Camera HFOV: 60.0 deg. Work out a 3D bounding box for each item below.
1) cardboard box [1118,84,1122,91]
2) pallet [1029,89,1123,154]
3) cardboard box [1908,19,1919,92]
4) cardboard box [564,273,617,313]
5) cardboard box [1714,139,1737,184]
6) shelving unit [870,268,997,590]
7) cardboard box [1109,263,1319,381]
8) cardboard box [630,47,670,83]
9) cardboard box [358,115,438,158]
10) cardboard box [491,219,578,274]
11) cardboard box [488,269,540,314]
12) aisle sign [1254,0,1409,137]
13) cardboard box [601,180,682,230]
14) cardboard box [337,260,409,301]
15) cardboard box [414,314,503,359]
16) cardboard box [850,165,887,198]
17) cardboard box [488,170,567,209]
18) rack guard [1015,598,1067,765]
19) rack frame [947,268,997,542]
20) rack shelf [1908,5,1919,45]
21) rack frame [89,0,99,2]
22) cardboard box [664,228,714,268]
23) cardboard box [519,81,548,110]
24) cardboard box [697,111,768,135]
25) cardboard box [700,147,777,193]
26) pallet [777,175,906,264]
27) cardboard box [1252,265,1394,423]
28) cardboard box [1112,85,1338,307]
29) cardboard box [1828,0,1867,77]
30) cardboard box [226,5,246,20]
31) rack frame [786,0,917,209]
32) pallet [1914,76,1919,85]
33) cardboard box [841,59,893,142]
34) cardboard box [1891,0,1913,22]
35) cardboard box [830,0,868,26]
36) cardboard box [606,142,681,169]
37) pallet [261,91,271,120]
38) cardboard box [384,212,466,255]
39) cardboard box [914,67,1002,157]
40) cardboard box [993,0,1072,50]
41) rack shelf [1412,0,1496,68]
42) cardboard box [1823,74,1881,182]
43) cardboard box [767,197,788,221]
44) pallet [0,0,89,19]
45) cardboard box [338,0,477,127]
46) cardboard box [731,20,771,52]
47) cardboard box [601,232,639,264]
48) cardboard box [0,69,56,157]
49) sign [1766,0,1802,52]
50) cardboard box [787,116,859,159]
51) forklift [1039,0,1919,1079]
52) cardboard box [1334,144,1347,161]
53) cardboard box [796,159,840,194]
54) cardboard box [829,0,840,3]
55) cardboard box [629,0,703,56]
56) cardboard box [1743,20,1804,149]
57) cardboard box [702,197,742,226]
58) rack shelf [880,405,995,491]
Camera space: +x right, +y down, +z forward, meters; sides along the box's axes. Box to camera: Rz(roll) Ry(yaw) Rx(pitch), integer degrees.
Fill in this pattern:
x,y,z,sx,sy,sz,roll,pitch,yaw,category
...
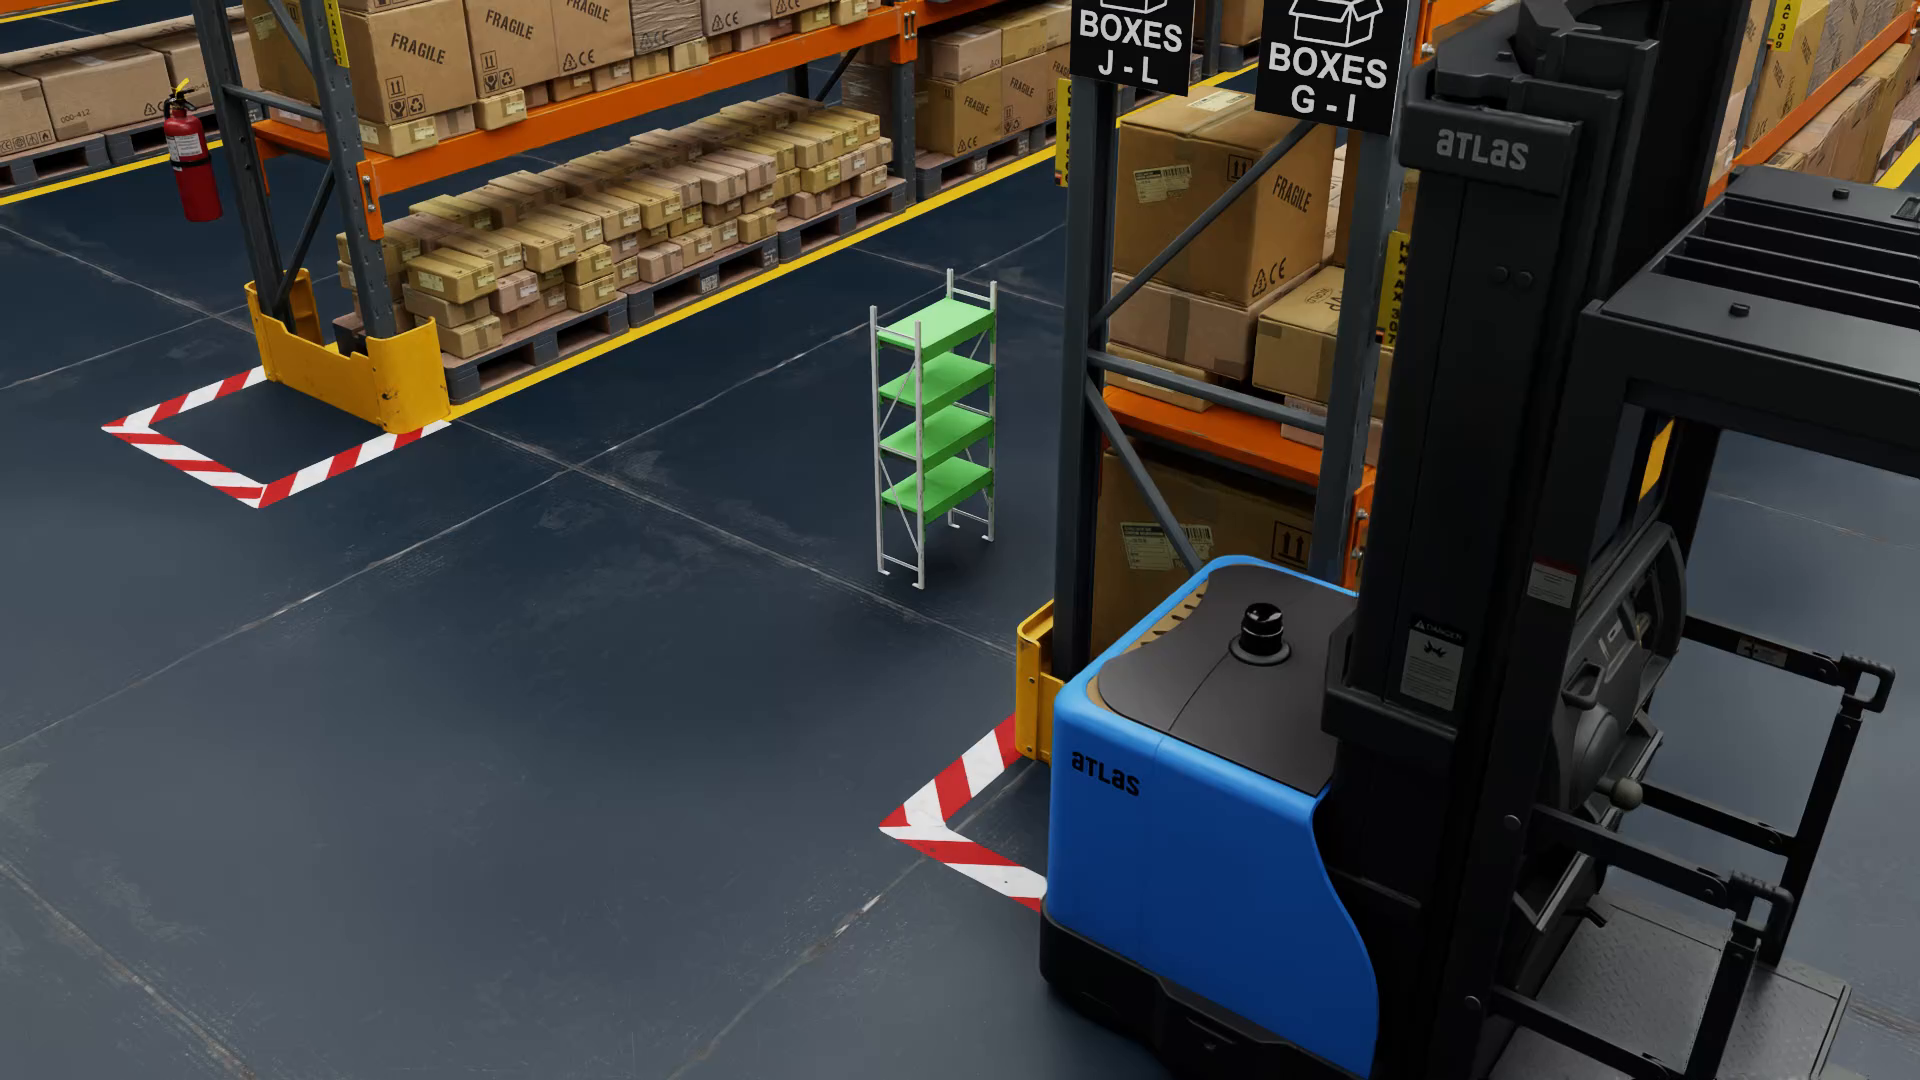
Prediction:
x,y,z,sx,sy,sz,roll,pitch,yaw,category
0.880,-3.589,12.403,0.500,0.500,0.500,19,36,29,cardboard box
0.482,-3.251,12.528,1.003,0.211,1.213,21,37,31,pallet
6.971,-3.775,12.698,0.700,0.500,0.500,18,35,27,cardboard box
-2.087,-1.383,9.026,0.380,0.149,0.250,22,37,32,cardboard box
3.247,-1.735,7.482,0.380,0.149,0.250,21,37,32,cardboard box
-0.100,-0.449,6.831,0.258,1.200,0.503,21,37,31,shelving unit
0.837,-0.784,5.486,0.500,0.250,0.500,20,36,31,cardboard box
-1.780,-2.582,8.911,0.380,0.149,0.250,23,37,33,cardboard box
-2.681,-1.932,7.815,0.380,0.149,0.250,21,36,31,cardboard box
-2.226,-1.540,8.707,0.380,0.149,0.250,21,37,31,cardboard box
-2.406,-1.320,8.627,0.380,0.149,0.250,21,37,31,cardboard box
0.952,-1.439,4.186,0.394,0.787,0.004,21,37,31,aisle sign
-1.772,-1.869,9.263,0.380,0.149,0.250,22,37,32,cardboard box
-3.046,-1.394,8.753,0.380,0.149,0.250,20,36,30,cardboard box
-2.566,-1.078,8.511,0.380,0.149,0.250,22,37,32,cardboard box
-0.688,-2.325,10.616,0.380,0.149,0.250,22,37,32,cardboard box
-2.443,-1.954,9.405,0.380,0.149,0.250,23,37,33,cardboard box
0.741,0.643,5.674,1.175,0.500,0.348,21,37,31,rack guard
0.047,-0.548,6.998,0.240,1.200,0.015,21,37,31,rack frame
6.792,-4.197,12.096,1.077,0.370,4.000,21,37,31,rack shelf
-8.690,-6.644,15.518,1.000,3.000,0.127,21,37,31,rack frame
-1.643,-1.711,9.579,0.380,0.149,0.250,21,37,31,cardboard box
-2.308,-2.289,8.416,0.380,0.149,0.250,23,38,33,cardboard box
-1.423,-2.558,10.424,0.380,0.149,0.250,21,36,31,cardboard box
-1.306,-2.181,9.789,0.380,0.149,0.250,19,36,29,cardboard box
-1.100,-2.152,10.674,1.003,0.211,1.213,21,37,31,pallet
1.261,-0.617,5.205,0.500,0.250,0.500,20,36,30,cardboard box
0.840,-1.107,5.295,0.500,0.500,0.500,22,37,32,cardboard box
4.560,-2.840,9.003,0.500,0.500,0.500,22,37,32,cardboard box
-5.195,-3.974,13.115,0.875,0.438,0.875,21,36,31,cardboard box
-0.723,-3.635,10.442,1.000,3.000,0.127,21,37,31,rack frame
7.531,-3.803,13.460,1.003,0.211,1.213,21,37,31,pallet
-0.477,-3.119,11.611,0.500,0.500,0.500,20,36,30,cardboard box
5.485,-3.460,10.048,0.500,0.500,0.500,22,37,33,cardboard box
-0.777,-3.201,9.955,0.380,0.149,0.250,20,36,30,cardboard box
-1.880,-2.230,9.872,0.380,0.149,0.250,19,36,29,cardboard box
-5.252,-3.633,13.173,1.003,0.211,1.213,21,37,31,pallet
-2.823,-1.597,8.804,0.380,0.149,0.250,22,37,32,cardboard box
-0.065,-2.959,11.341,0.500,0.500,0.500,23,37,33,cardboard box
0.565,-3.705,11.865,0.500,0.250,0.500,23,37,33,cardboard box
1.963,-2.236,5.844,1.077,0.370,4.000,21,37,31,rack shelf
4.608,-2.326,9.905,1.225,0.875,0.875,21,37,31,cardboard box
-1.276,-2.049,10.149,0.380,0.149,0.250,20,36,30,cardboard box
-9.105,-5.165,15.759,1.003,0.211,1.213,21,37,31,pallet
-2.646,-2.278,7.762,0.500,0.500,0.500,23,38,33,cardboard box
-1.302,-2.894,9.437,0.380,0.149,0.250,19,36,29,cardboard box
-2.003,-1.654,9.192,0.380,0.149,0.250,19,36,29,cardboard box
-6.826,-2.869,11.251,0.875,0.438,0.875,20,36,30,cardboard box
3.614,-2.304,7.269,0.100,0.325,0.005,21,37,31,sign
-0.853,-2.505,10.335,0.380,0.149,0.250,22,37,32,cardboard box
1.721,0.329,3.819,3.031,2.935,1.130,21,36,31,forklift
1.762,-1.410,6.542,0.500,0.250,0.500,21,37,31,cardboard box
-0.961,-2.264,10.220,0.380,0.149,0.250,20,36,30,cardboard box
-0.790,-3.523,9.862,0.500,0.500,0.500,21,37,31,cardboard box
-1.735,-2.908,8.824,0.500,0.500,0.500,20,36,30,cardboard box
3.647,-2.221,7.957,0.500,0.500,0.500,21,37,31,cardboard box
-1.506,-1.979,9.741,0.380,0.149,0.250,19,36,29,cardboard box
-0.100,-0.394,6.863,0.258,0.148,0.480,21,37,31,rack shelf
